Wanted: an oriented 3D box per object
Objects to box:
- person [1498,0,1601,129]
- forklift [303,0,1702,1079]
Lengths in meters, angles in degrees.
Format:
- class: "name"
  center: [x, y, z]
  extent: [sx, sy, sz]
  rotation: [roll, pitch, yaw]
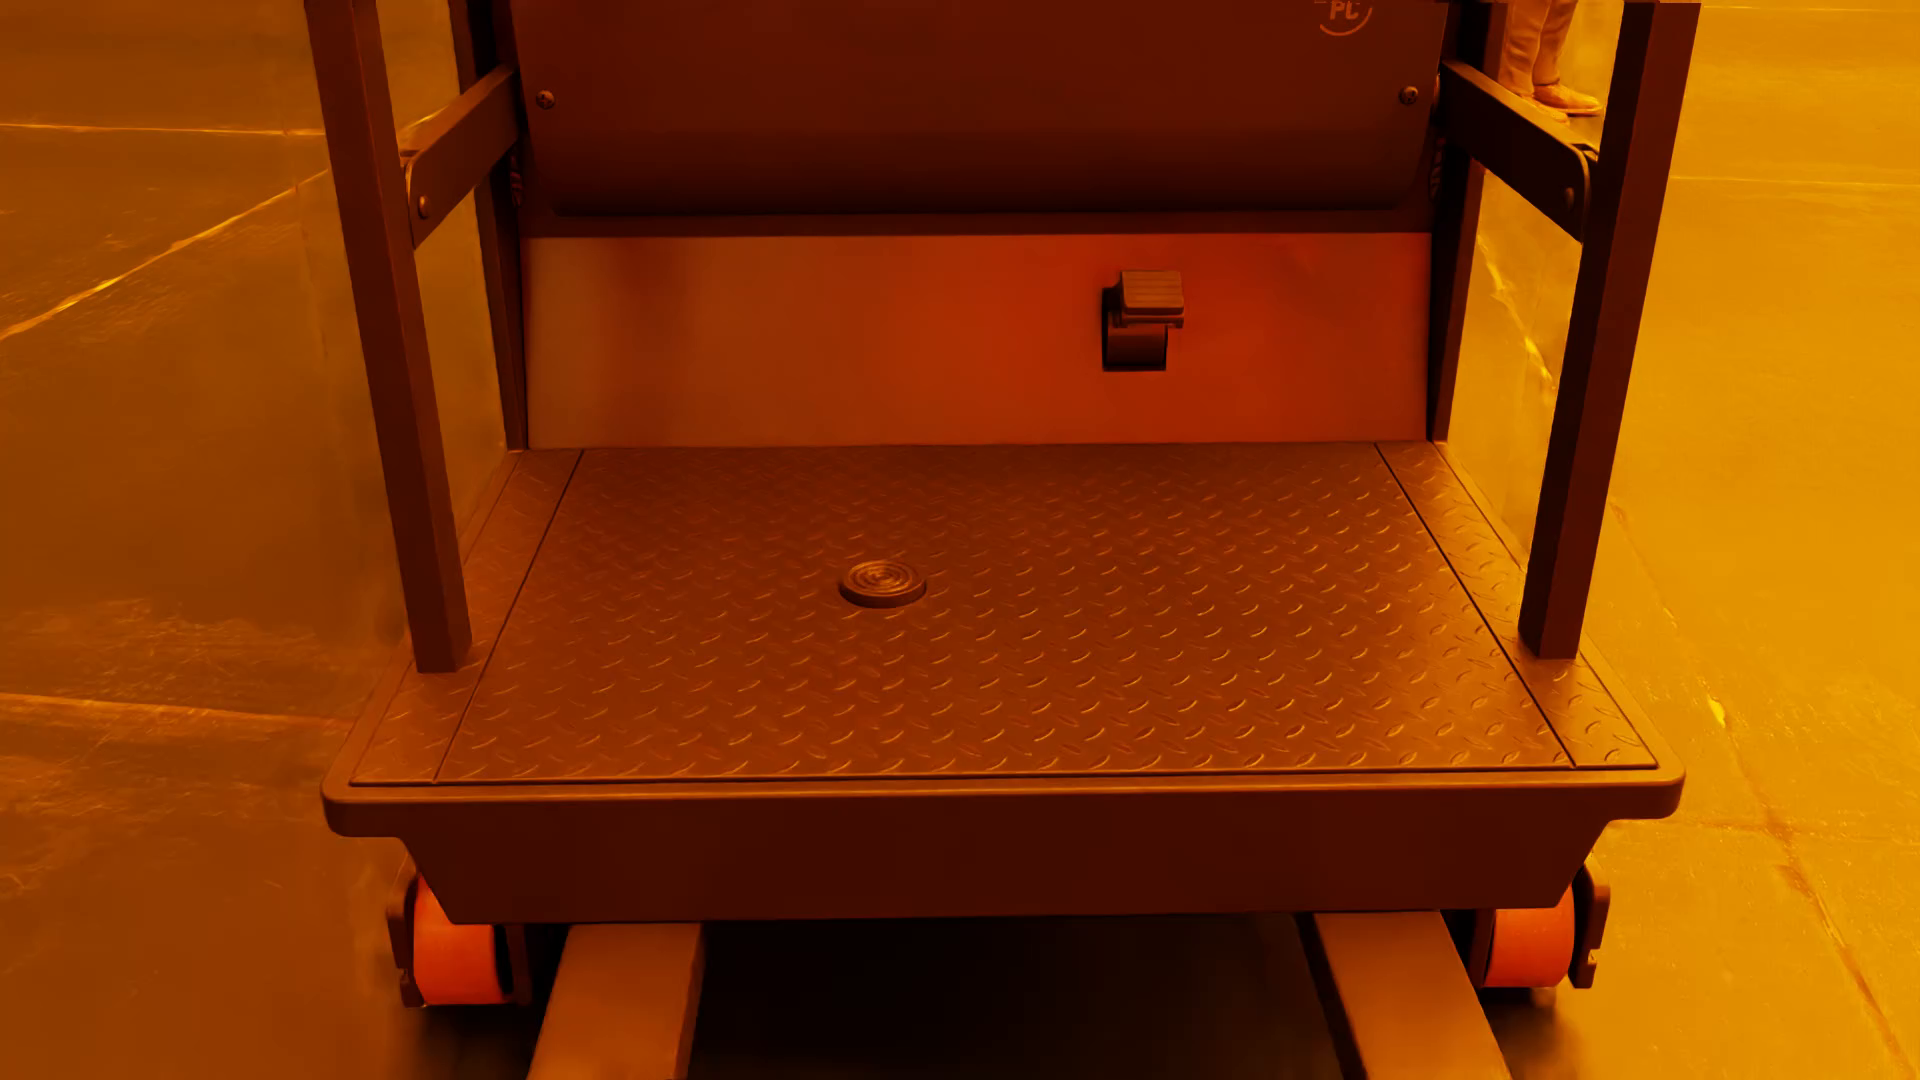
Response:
- class: "person"
  center: [1.777, -2.037, 4.745]
  extent: [0.325, 1.647, 0.448]
  rotation: [21, 33, 35]
- class: "forklift"
  center: [0.028, -1.007, 1.236]
  extent: [1.130, 2.935, 3.031]
  rotation: [-1, 27, -1]
